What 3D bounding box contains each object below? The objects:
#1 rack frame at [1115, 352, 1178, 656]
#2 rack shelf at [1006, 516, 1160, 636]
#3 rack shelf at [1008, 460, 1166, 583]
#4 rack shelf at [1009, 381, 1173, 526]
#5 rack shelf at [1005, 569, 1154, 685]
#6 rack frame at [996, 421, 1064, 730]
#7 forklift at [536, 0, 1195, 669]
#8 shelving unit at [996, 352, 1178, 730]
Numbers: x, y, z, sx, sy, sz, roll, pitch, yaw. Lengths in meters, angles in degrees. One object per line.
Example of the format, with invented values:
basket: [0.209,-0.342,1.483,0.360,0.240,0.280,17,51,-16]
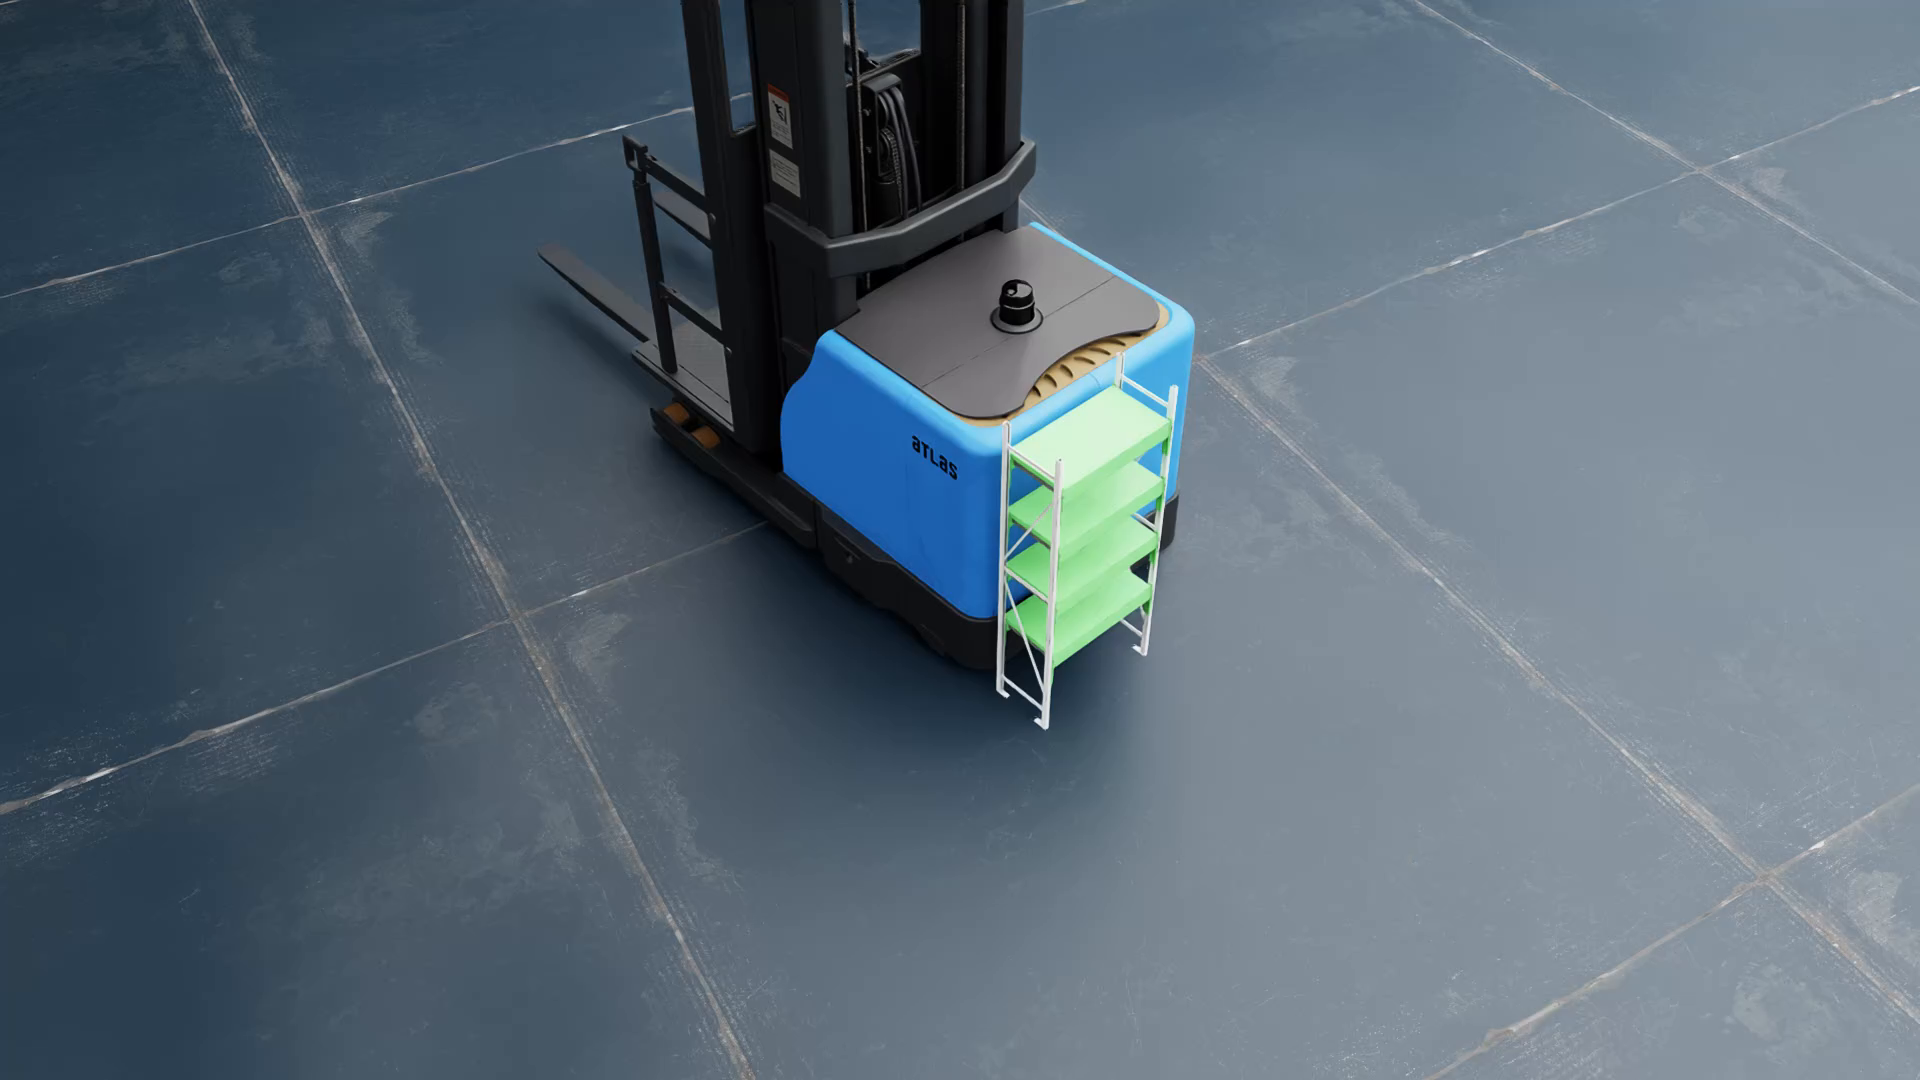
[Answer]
rack frame: [0.569,-0.086,5.477,0.015,1.200,0.240,-33,53,-29]
rack shelf: [0.390,0.075,5.403,0.480,0.148,0.258,-33,53,-29]
rack shelf: [0.390,-0.097,5.235,0.480,0.148,0.258,-33,53,-29]
rack shelf: [0.391,-0.269,5.068,0.480,0.148,0.258,-33,53,-29]
rack shelf: [0.390,0.247,5.570,0.480,0.148,0.258,-33,53,-29]
rack frame: [0.211,0.145,5.239,0.015,1.200,0.240,-33,53,-29]
forklift: [-0.574,-1.548,5.741,1.130,2.935,3.031,-33,53,-29]
shelving unit: [0.390,0.029,5.358,0.503,1.200,0.258,-33,53,-29]
